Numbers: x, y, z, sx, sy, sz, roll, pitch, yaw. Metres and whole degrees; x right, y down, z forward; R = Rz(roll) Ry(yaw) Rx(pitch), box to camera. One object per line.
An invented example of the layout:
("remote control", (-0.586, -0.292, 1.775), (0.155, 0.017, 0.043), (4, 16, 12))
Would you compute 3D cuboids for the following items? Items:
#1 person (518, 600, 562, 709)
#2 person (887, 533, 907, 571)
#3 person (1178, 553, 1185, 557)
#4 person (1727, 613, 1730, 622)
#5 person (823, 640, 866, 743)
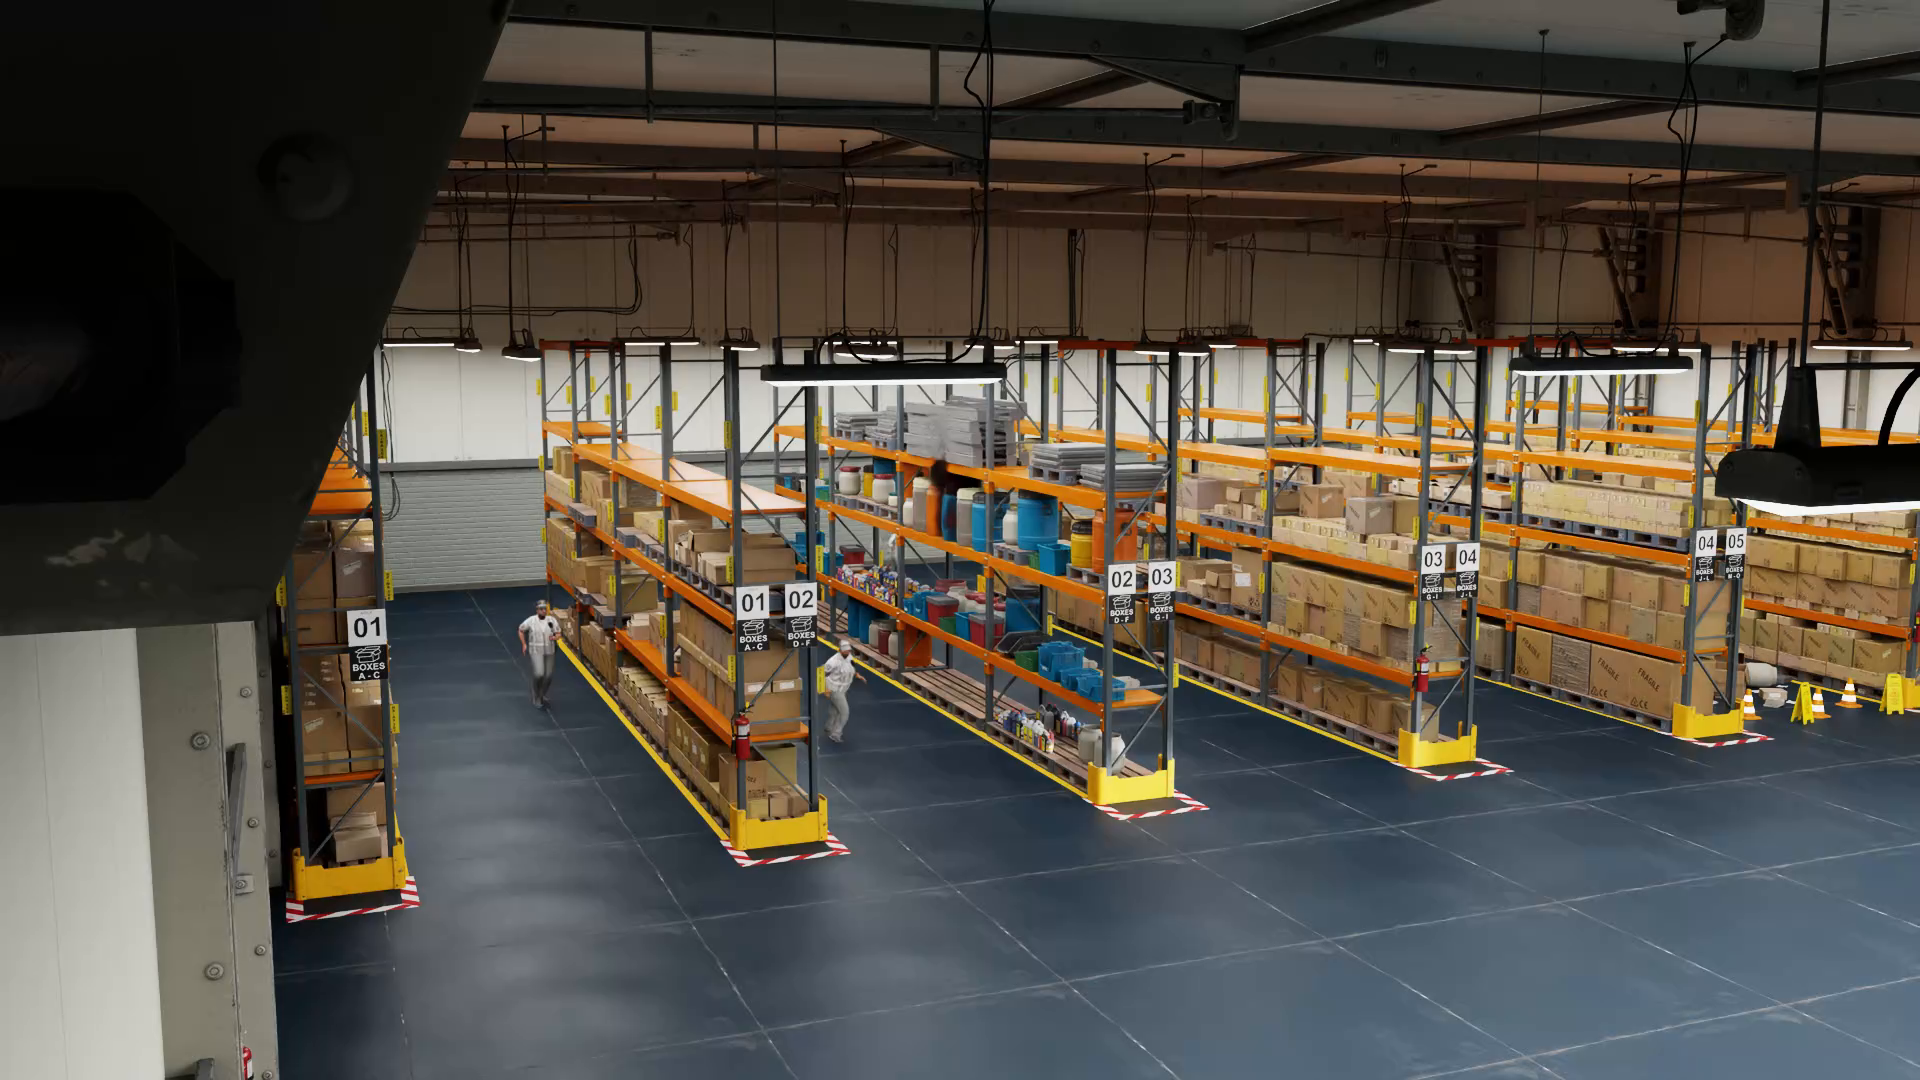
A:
("person", (-6.916, 1.890, 27.532), (0.654, 1.820, 0.734), (-4, 8, -28))
("person", (-1.553, 0.402, 39.448), (0.802, 1.586, 0.575), (-1, 7, -4))
("person", (4.543, 1.054, 34.472), (0.585, 1.599, 0.769), (-2, 8, -16))
("person", (15.565, 1.085, 34.477), (0.724, 1.566, 0.955), (-7, 10, -44))
("person", (-1.796, 2.302, 25.319), (0.812, 1.637, 0.633), (3, 8, 21))
